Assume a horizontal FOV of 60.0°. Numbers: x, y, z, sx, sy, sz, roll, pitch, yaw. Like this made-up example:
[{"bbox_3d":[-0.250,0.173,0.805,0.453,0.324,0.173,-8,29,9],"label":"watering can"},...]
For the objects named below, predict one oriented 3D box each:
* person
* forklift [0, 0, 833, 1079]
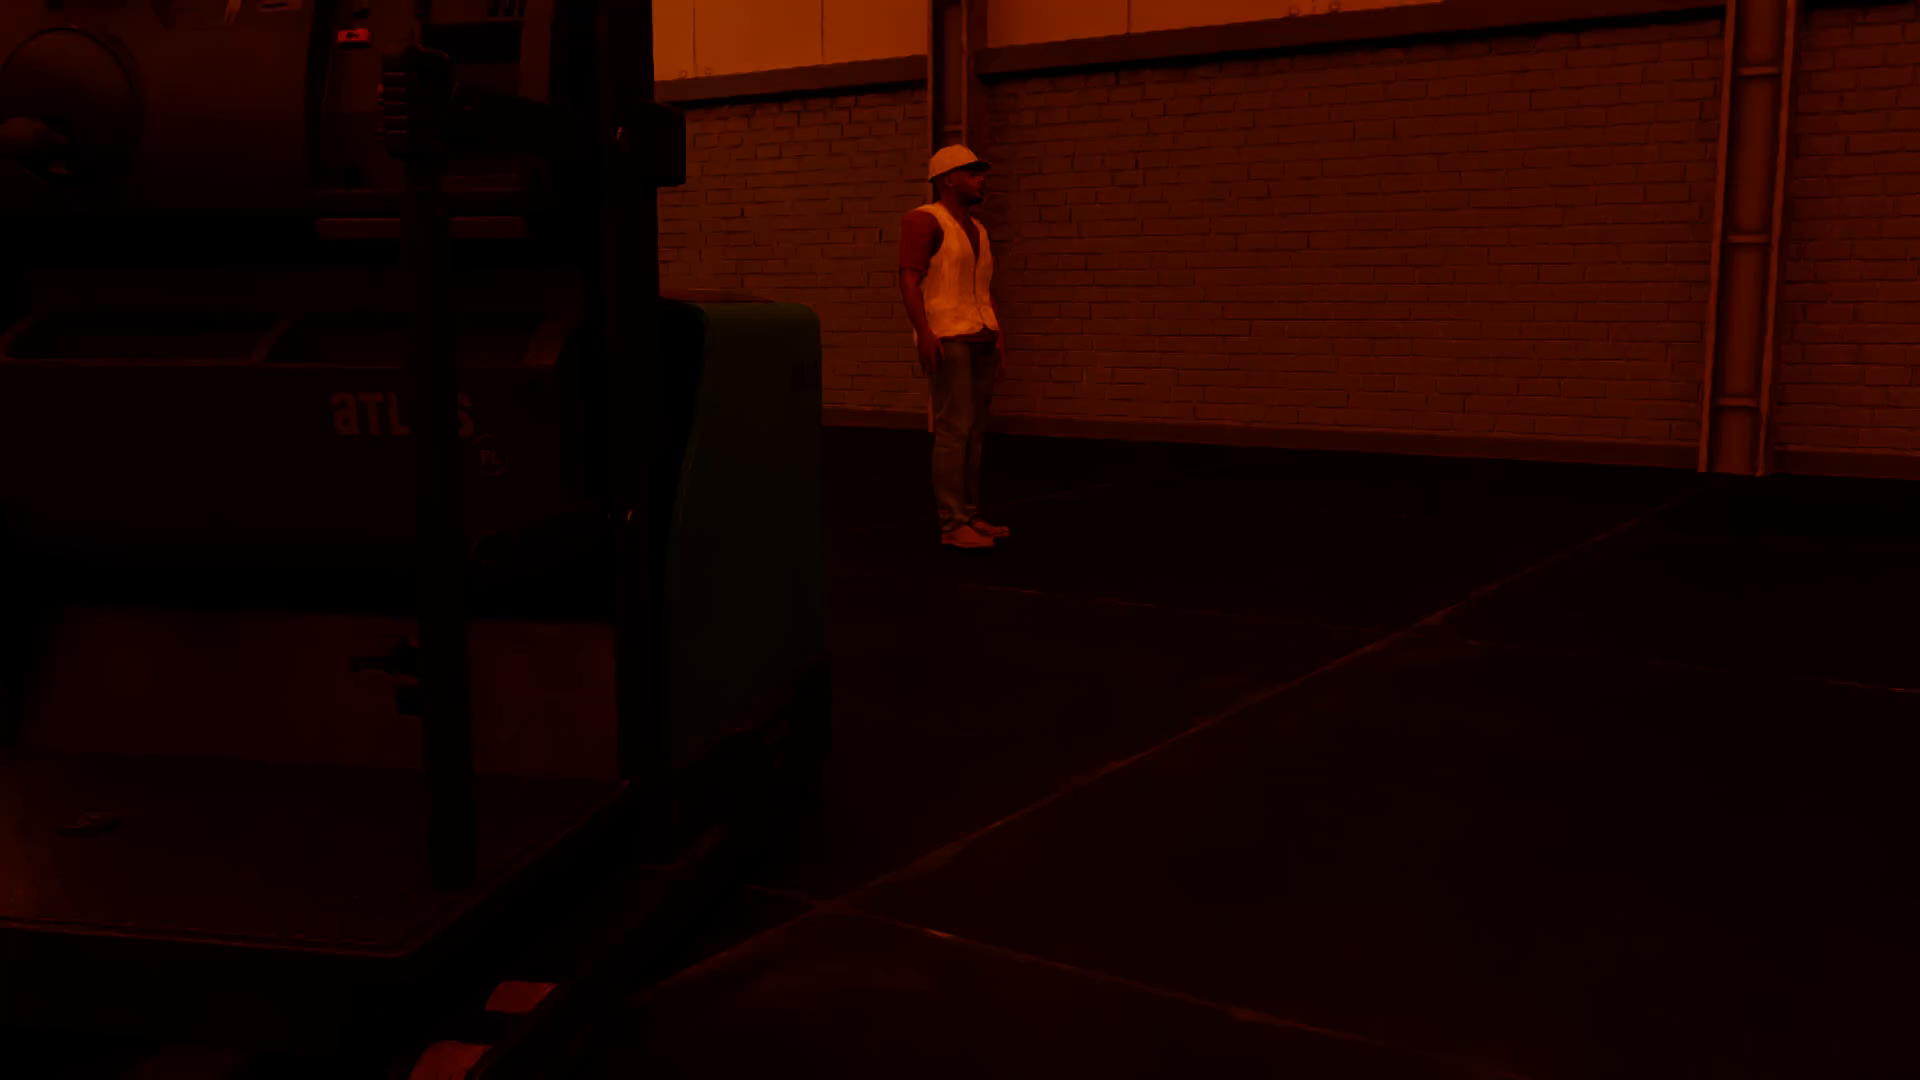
[{"bbox_3d":[0.055,-0.875,7.435,0.576,1.766,0.665,5,10,34],"label":"person"},{"bbox_3d":[-1.061,-0.718,2.239,1.130,2.935,3.031,1,8,10],"label":"forklift"}]
